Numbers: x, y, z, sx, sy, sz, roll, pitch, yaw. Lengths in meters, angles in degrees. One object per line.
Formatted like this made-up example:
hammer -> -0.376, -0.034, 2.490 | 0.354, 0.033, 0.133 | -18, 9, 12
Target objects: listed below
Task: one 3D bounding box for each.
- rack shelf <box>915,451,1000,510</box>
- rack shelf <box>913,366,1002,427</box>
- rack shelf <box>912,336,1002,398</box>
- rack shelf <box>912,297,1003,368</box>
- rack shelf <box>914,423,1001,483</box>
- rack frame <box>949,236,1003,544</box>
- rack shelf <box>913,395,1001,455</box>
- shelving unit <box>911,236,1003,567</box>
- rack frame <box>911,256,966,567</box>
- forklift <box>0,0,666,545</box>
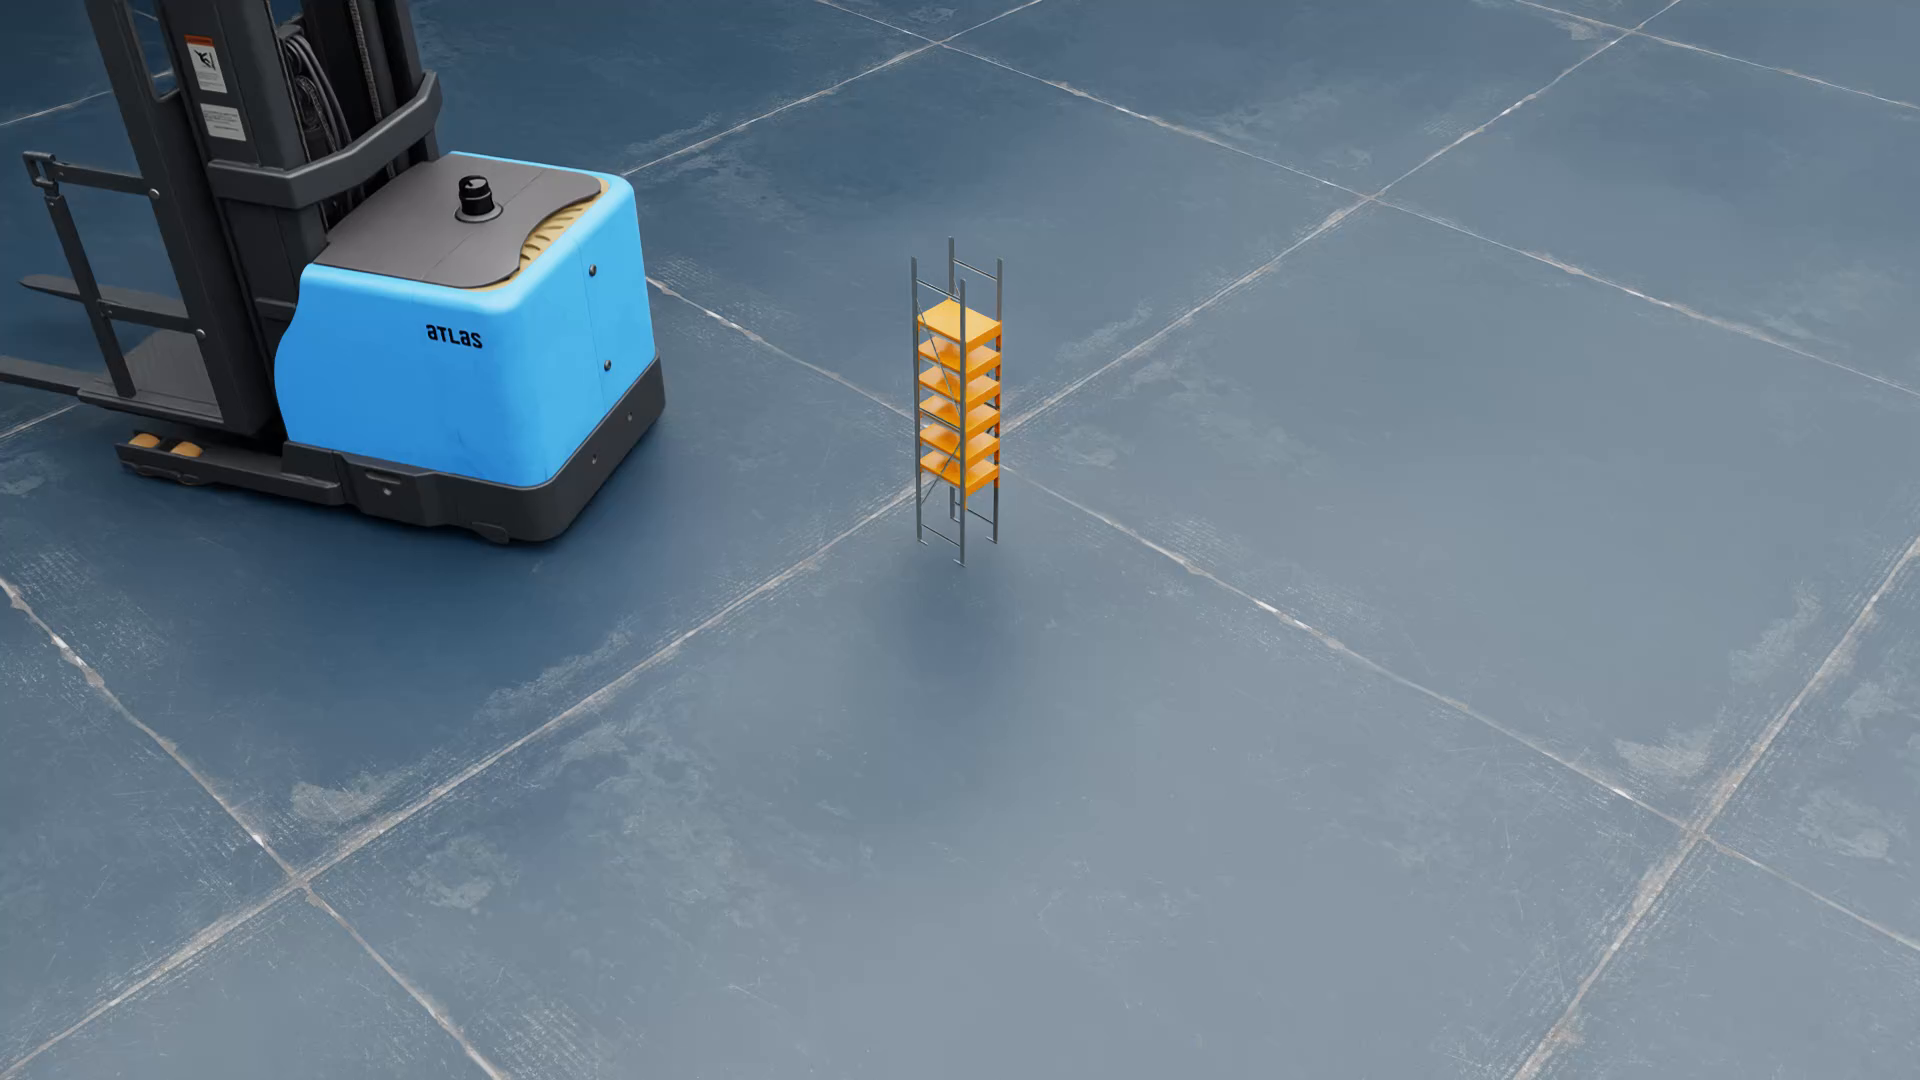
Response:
rack shelf -> -0.010, -0.240, 6.045 | 0.258, 0.103, 0.180 | 30, 47, 32
rack shelf -> -0.010, -0.522, 5.821 | 0.258, 0.103, 0.180 | 30, 47, 32
rack shelf -> -0.010, -0.616, 5.746 | 0.258, 0.103, 0.180 | 30, 47, 32
rack shelf -> -0.010, -0.710, 5.672 | 0.258, 0.103, 0.180 | 30, 47, 32
rack shelf -> -0.010, -0.334, 5.971 | 0.258, 0.103, 0.180 | 30, 47, 32
rack frame -> 0.052, -0.505, 5.921 | 0.240, 1.200, 0.006 | 30, 47, 32
rack shelf -> -0.010, -0.428, 5.896 | 0.258, 0.103, 0.180 | 30, 47, 32
shelving unit -> -0.010, -0.463, 5.868 | 0.258, 1.200, 0.189 | 30, 47, 32
rack frame -> -0.071, -0.421, 5.815 | 0.240, 1.200, 0.006 | 30, 47, 32
forklift -> -2.785, -1.663, 5.986 | 3.031, 2.935, 1.130 | 11, 40, 14
